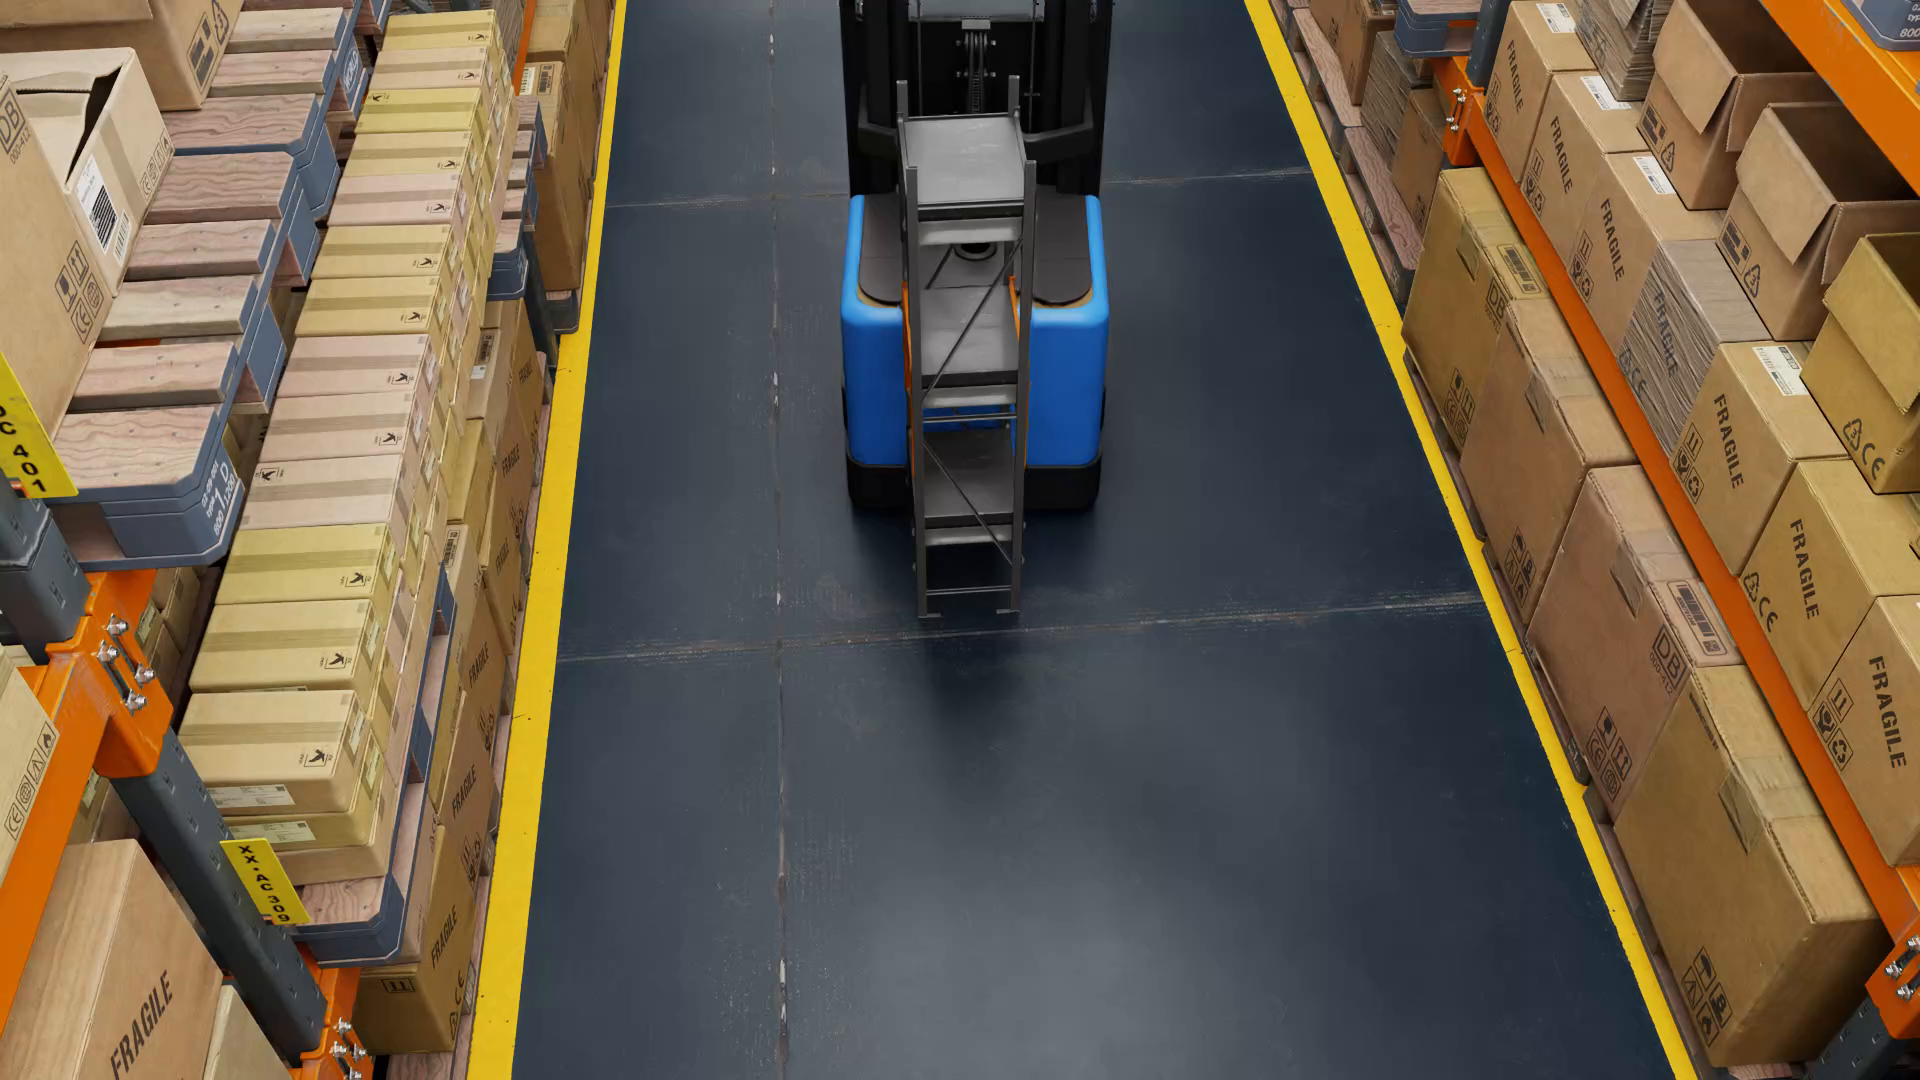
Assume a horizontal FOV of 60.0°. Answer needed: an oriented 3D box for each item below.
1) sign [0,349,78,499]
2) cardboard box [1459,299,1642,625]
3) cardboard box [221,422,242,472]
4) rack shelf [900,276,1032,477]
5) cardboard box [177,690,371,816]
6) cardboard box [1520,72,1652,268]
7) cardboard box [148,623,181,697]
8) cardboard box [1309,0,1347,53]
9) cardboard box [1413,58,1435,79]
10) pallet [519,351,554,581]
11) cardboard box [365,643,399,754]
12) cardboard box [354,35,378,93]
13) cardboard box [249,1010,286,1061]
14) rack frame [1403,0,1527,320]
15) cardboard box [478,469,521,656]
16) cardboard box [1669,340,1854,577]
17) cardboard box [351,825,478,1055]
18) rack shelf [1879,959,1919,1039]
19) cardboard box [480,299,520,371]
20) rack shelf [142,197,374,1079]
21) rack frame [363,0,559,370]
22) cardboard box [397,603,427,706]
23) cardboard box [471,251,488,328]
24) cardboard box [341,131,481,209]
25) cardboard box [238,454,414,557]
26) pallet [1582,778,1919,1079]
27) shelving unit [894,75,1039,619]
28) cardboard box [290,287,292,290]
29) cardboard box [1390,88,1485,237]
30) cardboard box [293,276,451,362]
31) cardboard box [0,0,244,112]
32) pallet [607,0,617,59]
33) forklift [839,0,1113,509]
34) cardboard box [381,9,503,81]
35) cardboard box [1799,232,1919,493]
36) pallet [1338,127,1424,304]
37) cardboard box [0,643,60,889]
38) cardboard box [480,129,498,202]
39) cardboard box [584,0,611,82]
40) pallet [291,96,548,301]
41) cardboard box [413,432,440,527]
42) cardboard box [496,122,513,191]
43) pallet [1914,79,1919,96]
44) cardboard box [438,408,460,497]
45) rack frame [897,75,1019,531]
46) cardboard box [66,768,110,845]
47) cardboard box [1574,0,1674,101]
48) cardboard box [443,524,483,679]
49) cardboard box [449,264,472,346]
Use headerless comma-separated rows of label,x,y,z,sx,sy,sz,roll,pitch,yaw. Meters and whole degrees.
sign,-1.476,-0.182,2.571,0.100,0.325,0.005,-3,47,-3
cardboard box,2.704,-0.325,6.302,1.225,0.875,0.875,-3,47,-3
cardboard box,-2.359,-0.210,4.903,0.380,0.149,0.250,-2,47,-2
rack shelf,0.014,-0.593,6.020,0.431,0.518,0.480,-3,47,-3
cardboard box,-1.591,0.490,3.831,0.380,0.149,0.250,-1,47,-1
cardboard box,2.415,-1.350,6.030,0.500,0.500,0.500,-5,47,-4
cardboard box,-2.288,0.364,4.360,0.380,0.149,0.250,-4,47,-3
cardboard box,2.363,-3.046,9.124,0.700,0.500,0.500,-7,47,-7
cardboard box,2.459,-2.473,8.064,0.500,0.250,0.500,1,47,1
pallet,-2.287,-0.304,7.029,1.003,0.211,1.213,-3,47,-3
cardboard box,-1.615,0.405,4.116,0.380,0.149,0.250,-4,47,-4
cardboard box,-2.657,-2.172,6.809,0.500,0.500,0.500,-3,47,-3
cardboard box,-2.330,1.260,5.059,0.500,0.500,0.500,-4,47,-4
rack frame,2.600,-2.057,6.769,1.000,3.000,0.127,-3,47,-3
cardboard box,-1.936,0.104,6.154,0.500,0.500,0.500,-5,47,-5
cardboard box,2.538,-0.255,4.993,0.500,0.500,0.500,-4,47,-4
cardboard box,-1.814,1.230,5.088,0.500,0.500,0.500,-2,47,-2
rack shelf,3.102,2.532,2.918,1.077,0.370,4.000,-3,47,-3
cardboard box,-2.033,-0.892,6.582,0.500,0.250,0.500,-4,47,-4
rack shelf,-2.184,-0.134,5.443,1.077,0.370,4.000,-3,47,-3
rack frame,-2.351,-1.829,6.552,1.000,3.000,0.127,-3,47,-3
cardboard box,-1.637,0.313,4.408,0.380,0.149,0.250,-3,47,-3
cardboard box,-1.770,-0.817,5.478,0.380,0.149,0.250,-5,47,-5
cardboard box,-1.787,-1.200,5.431,0.380,0.149,0.250,-2,47,-2
cardboard box,-1.658,-0.078,4.368,0.380,0.149,0.250,-4,47,-4
pallet,2.795,1.242,5.565,1.003,0.211,1.213,-3,47,-3
shelving unit,0.014,-0.602,6.010,0.431,2.100,0.503,-3,47,-3
cardboard box,-2.446,-0.966,5.619,0.380,0.149,0.250,-2,47,-1
cardboard box,2.524,-1.832,7.974,0.700,0.500,0.500,-6,47,-5
cardboard box,-1.727,-0.640,4.901,0.380,0.149,0.250,-2,47,-2
cardboard box,-2.015,-1.271,3.598,0.797,0.503,0.637,-4,47,-4
pallet,-2.547,-3.210,9.781,1.003,0.211,1.213,-3,47,-3
forklift,0.065,-2.188,6.940,1.130,2.935,3.031,0,47,0
cardboard box,-1.853,-1.764,5.966,0.380,0.149,0.250,-5,47,-5
cardboard box,2.827,-0.501,4.535,0.797,0.503,0.637,-3,47,-3
pallet,2.536,-1.663,8.317,1.003,0.211,1.213,-3,47,-3
cardboard box,-1.706,0.424,2.456,0.500,0.250,0.500,-2,47,-2
cardboard box,-1.808,-1.276,5.708,0.380,0.149,0.250,-2,47,-2
cardboard box,-2.468,-2.952,8.876,1.050,0.750,0.750,-3,47,-3
pallet,-2.186,-1.253,6.140,1.213,0.211,1.003,-3,47,-3
cardboard box,-1.684,-0.165,4.656,0.380,0.149,0.250,-2,47,-2
cardboard box,-1.833,-1.378,6.009,0.380,0.149,0.250,-4,47,-3
pallet,2.809,-0.789,3.633,0.805,0.209,1.217,-5,47,-5
cardboard box,-1.706,-0.250,4.941,0.380,0.149,0.250,-4,47,-4
rack frame,-0.006,-0.778,6.178,0.400,2.100,0.015,-3,47,-3
cardboard box,-2.247,0.629,3.903,0.380,0.149,0.250,-2,47,-2
cardboard box,2.645,-1.906,5.866,0.797,0.503,0.637,-2,47,-2
cardboard box,-1.900,0.218,5.530,0.500,0.250,0.500,-2,47,-2
cardboard box,-1.746,-0.726,5.187,0.380,0.149,0.250,-2,47,-2
